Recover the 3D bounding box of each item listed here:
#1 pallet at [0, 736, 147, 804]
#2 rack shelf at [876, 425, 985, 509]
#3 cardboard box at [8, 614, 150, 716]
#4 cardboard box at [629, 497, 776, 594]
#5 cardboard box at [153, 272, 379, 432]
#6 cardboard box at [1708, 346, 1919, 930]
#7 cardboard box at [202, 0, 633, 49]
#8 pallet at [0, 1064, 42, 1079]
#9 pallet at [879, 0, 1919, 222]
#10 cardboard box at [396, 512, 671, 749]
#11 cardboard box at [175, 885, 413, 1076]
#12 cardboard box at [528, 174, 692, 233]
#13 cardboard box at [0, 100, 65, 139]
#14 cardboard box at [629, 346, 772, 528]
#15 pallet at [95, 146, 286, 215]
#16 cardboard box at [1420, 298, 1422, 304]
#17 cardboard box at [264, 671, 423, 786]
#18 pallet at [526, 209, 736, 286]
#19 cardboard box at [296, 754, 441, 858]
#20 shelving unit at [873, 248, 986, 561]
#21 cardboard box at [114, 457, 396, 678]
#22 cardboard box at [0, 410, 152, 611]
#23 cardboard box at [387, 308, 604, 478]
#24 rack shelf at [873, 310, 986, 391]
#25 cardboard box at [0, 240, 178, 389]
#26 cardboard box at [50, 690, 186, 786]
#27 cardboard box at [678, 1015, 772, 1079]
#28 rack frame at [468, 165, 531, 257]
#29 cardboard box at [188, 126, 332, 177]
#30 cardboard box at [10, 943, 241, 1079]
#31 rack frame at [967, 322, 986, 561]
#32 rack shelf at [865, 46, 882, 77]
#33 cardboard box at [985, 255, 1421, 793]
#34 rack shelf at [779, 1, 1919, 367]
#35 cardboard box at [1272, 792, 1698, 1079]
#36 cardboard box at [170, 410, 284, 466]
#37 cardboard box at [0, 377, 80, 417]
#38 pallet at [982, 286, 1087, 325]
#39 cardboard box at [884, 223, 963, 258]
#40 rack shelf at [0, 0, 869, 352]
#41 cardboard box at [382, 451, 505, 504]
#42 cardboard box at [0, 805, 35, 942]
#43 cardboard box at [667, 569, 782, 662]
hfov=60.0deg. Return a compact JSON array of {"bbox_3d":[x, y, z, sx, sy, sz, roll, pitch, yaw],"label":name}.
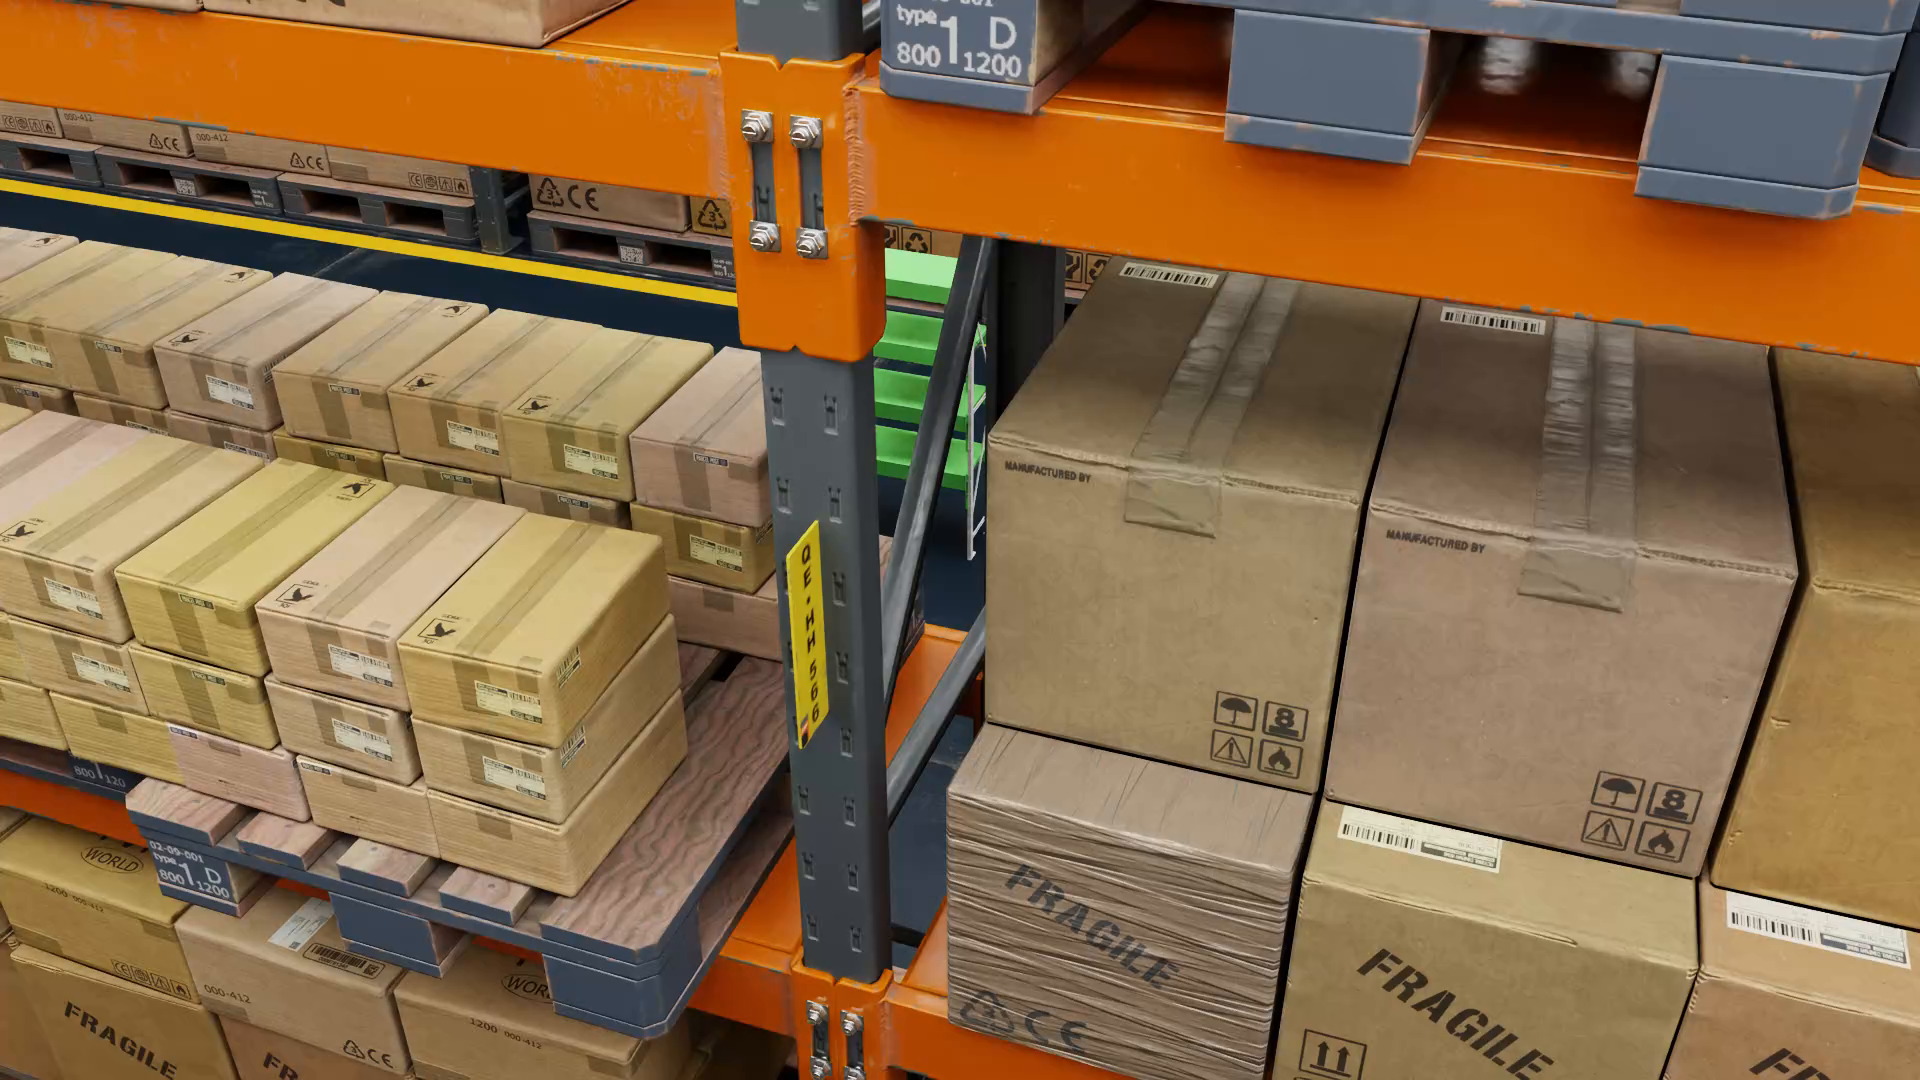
[{"bbox_3d":[-1.910,0.046,3.590,1.213,0.211,1.003,11,34,16],"label":"pallet"},{"bbox_3d":[-0.156,-0.279,6.136,0.480,0.148,0.258,11,34,16],"label":"rack shelf"},{"bbox_3d":[-1.387,0.113,2.880,0.250,0.149,0.380,11,34,17],"label":"cardboard box"},{"bbox_3d":[-0.420,-0.080,3.178,0.250,0.149,0.380,13,35,19],"label":"cardboard box"},{"bbox_3d":[-1.390,-0.389,3.384,0.250,0.149,0.380,13,35,19],"label":"cardboard box"},{"bbox_3d":[1.347,0.117,2.289,0.500,0.500,0.700,10,34,16],"label":"cardboard box"},{"bbox_3d":[-0.656,-0.970,2.129,0.500,0.500,0.500,11,34,16],"label":"cardboard box"},{"bbox_3d":[-1.912,1.111,4.335,1.213,0.211,1.003,11,34,16],"label":"pallet"},{"bbox_3d":[0.592,-0.783,2.106,1.003,0.211,1.213,13,35,19],"label":"pallet"},{"bbox_3d":[-0.649,0.131,2.578,0.250,0.149,0.380,10,34,15],"label":"cardboard box"},{"bbox_3d":[-1.244,0.788,3.491,0.500,0.250,0.500,11,35,17],"label":"cardboard box"},{"bbox_3d":[-1.612,-2.182,8.436,0.875,0.875,0.875,12,35,18],"label":"cardboard box"},{"bbox_3d":[-5.334,-2.733,9.693,0.875,0.438,0.875,10,34,15],"label":"cardboard box"},{"bbox_3d":[-0.406,-0.198,3.087,0.250,0.149,0.380,11,34,17],"label":"cardboard box"},{"bbox_3d":[-4.065,-2.201,9.464,1.213,0.211,1.003,11,34,16],"label":"pallet"},{"bbox_3d":[2.071,-1.203,7.383,0.625,0.372,0.950,9,34,13],"label":"cardboard box"},{"bbox_3d":[-0.903,0.205,2.737,0.250,0.149,0.380,12,35,18],"label":"cardboard box"},{"bbox_3d":[-1.471,-1.697,8.683,1.213,0.211,1.003,11,34,16],"label":"pallet"},{"bbox_3d":[-0.885,0.334,2.811,0.250,0.149,0.380,11,34,16],"label":"cardboard box"},{"bbox_3d":[-0.156,-0.534,5.971,0.503,1.200,0.258,11,34,16],"label":"shelving unit"},{"bbox_3d":[-1.131,0.036,2.725,0.250,0.149,0.380,12,35,18],"label":"cardboard box"},{"bbox_3d":[-1.608,-0.058,2.871,0.250,0.149,0.380,11,34,16],"label":"cardboard box"},{"bbox_3d":[-0.885,-0.292,3.233,0.250,0.149,0.380,11,34,16],"label":"cardboard box"},{"bbox_3d":[-0.156,-0.682,5.876,0.480,0.148,0.258,11,34,16],"label":"rack shelf"},{"bbox_3d":[-1.873,-0.484,3.531,0.250,0.149,0.380,11,34,16],"label":"cardboard box"},{"bbox_3d":[-1.361,0.240,2.957,0.250,0.149,0.380,11,34,16],"label":"cardboard box"},{"bbox_3d":[-0.740,1.194,3.553,0.500,0.500,0.500,11,34,16],"label":"cardboard box"},{"bbox_3d":[-2.223,-2.971,8.086,0.127,3.000,1.000,11,34,16],"label":"rack frame"},{"bbox_3d":[-3.621,-2.404,9.183,0.875,0.438,0.875,10,34,15],"label":"cardboard box"},{"bbox_3d":[-1.731,1.009,3.840,0.500,0.500,0.500,9,34,14],"label":"cardboard box"},{"bbox_3d":[0.074,-0.490,5.902,0.015,1.200,0.240,11,34,16],"label":"rack frame"},{"bbox_3d":[-0.340,-2.303,7.714,4.000,0.370,1.077,11,34,16],"label":"rack shelf"},{"bbox_3d":[0.387,-0.068,2.575,0.500,0.500,0.700,11,34,16],"label":"cardboard box"},{"bbox_3d":[1.850,-0.285,1.823,4.000,0.370,1.077,11,34,16],"label":"rack shelf"},{"bbox_3d":[0.779,0.577,2.499,0.500,0.500,0.500,11,34,16],"label":"cardboard box"},{"bbox_3d":[-1.400,-0.267,3.469,0.250,0.149,0.380,11,34,17],"label":"cardboard box"},{"bbox_3d":[-1.888,-0.362,3.615,0.250,0.149,0.380,12,35,18],"label":"cardboard box"},{"bbox_3d":[0.826,-1.250,7.992,1.213,0.211,1.003,11,34,16],"label":"pallet"},{"bbox_3d":[0.082,-1.857,7.932,0.875,0.875,0.875,11,35,17],"label":"cardboard box"},{"bbox_3d":[-1.915,-1.017,2.957,4.000,0.370,1.077,11,34,16],"label":"rack shelf"},{"bbox_3d":[-0.928,-0.175,3.326,0.250,0.149,0.380,10,34,15],"label":"cardboard box"},{"bbox_3d":[-2.211,0.596,3.788,0.500,0.250,0.500,12,35,18],"label":"cardboard box"},{"bbox_3d":[-0.386,0.051,3.249,0.250,0.149,0.380,11,34,16],"label":"cardboard box"}]
